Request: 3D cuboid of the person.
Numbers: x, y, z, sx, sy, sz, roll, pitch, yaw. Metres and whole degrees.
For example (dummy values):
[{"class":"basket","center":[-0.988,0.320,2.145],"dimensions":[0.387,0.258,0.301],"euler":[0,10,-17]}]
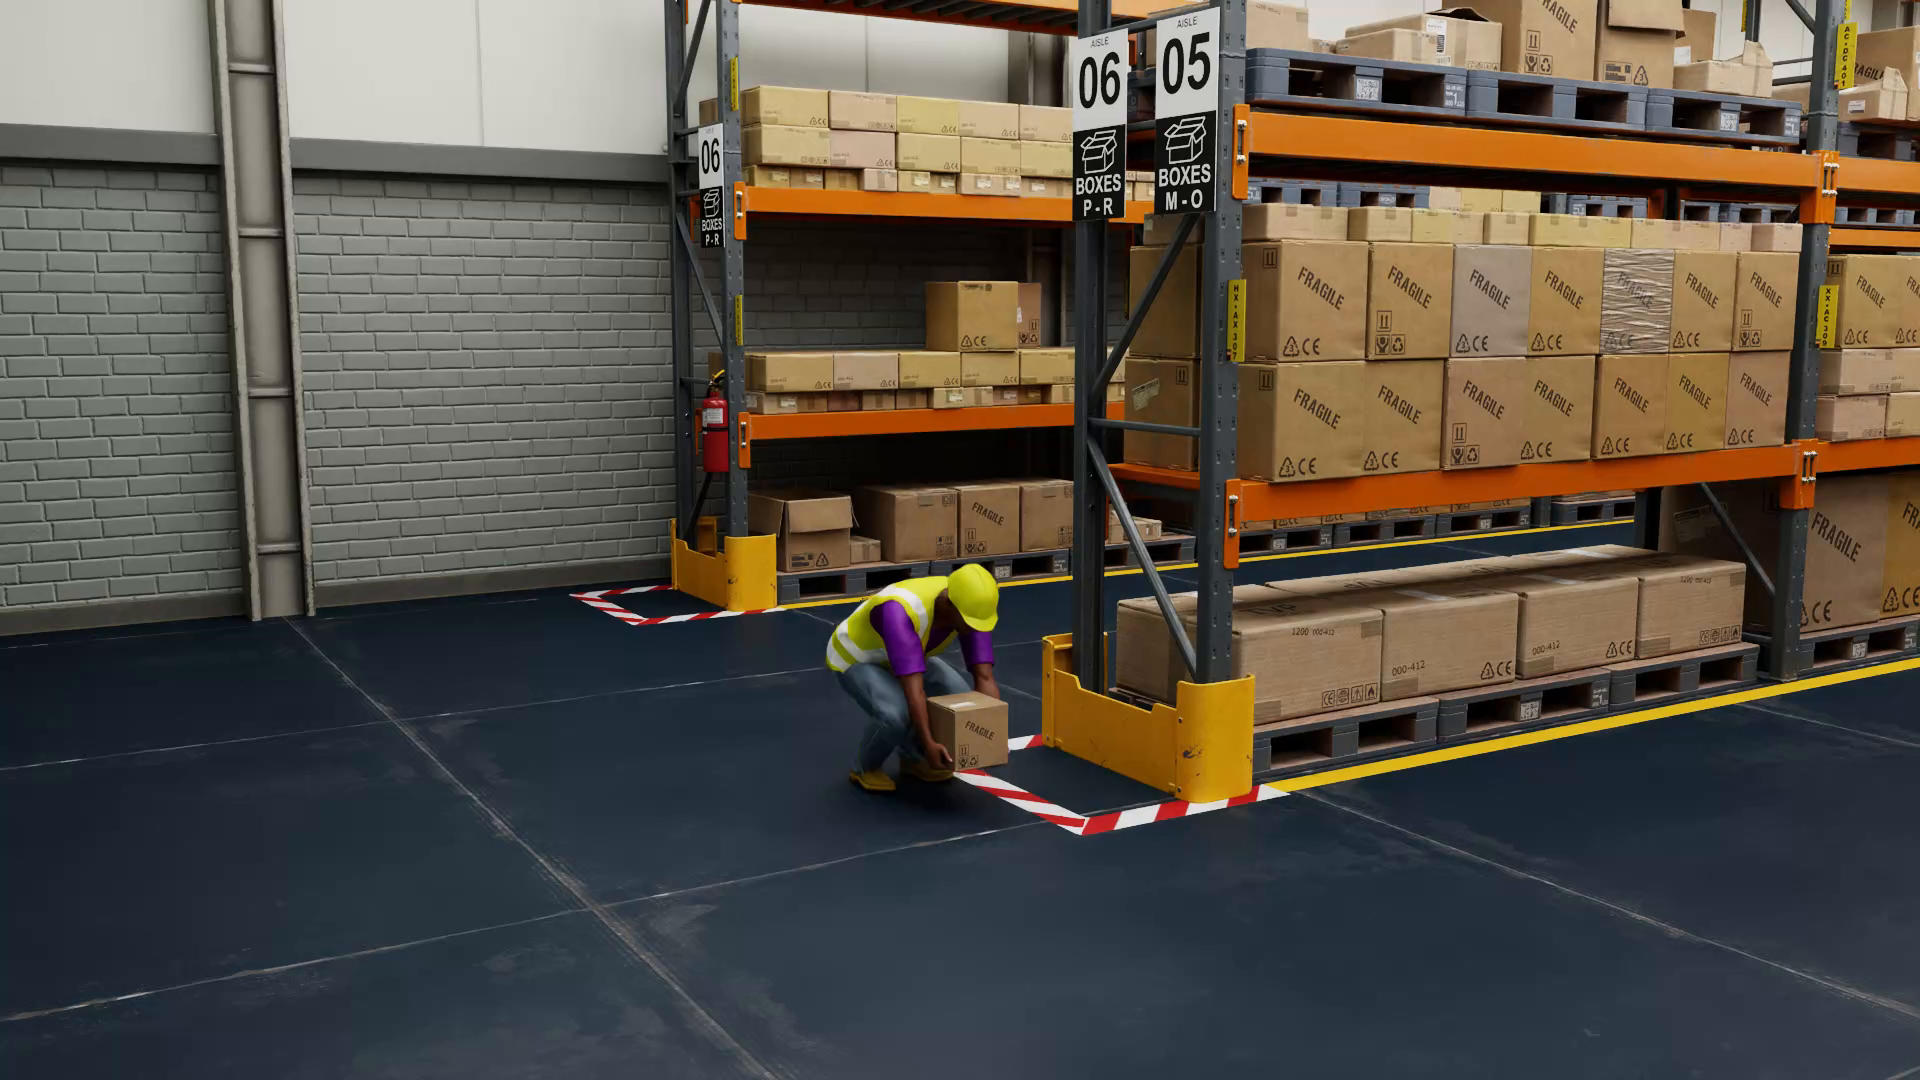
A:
[{"class":"person","center":[-0.156,0.562,6.991],"dimensions":[0.527,1.008,0.946],"euler":[-6,10,-38]}]
